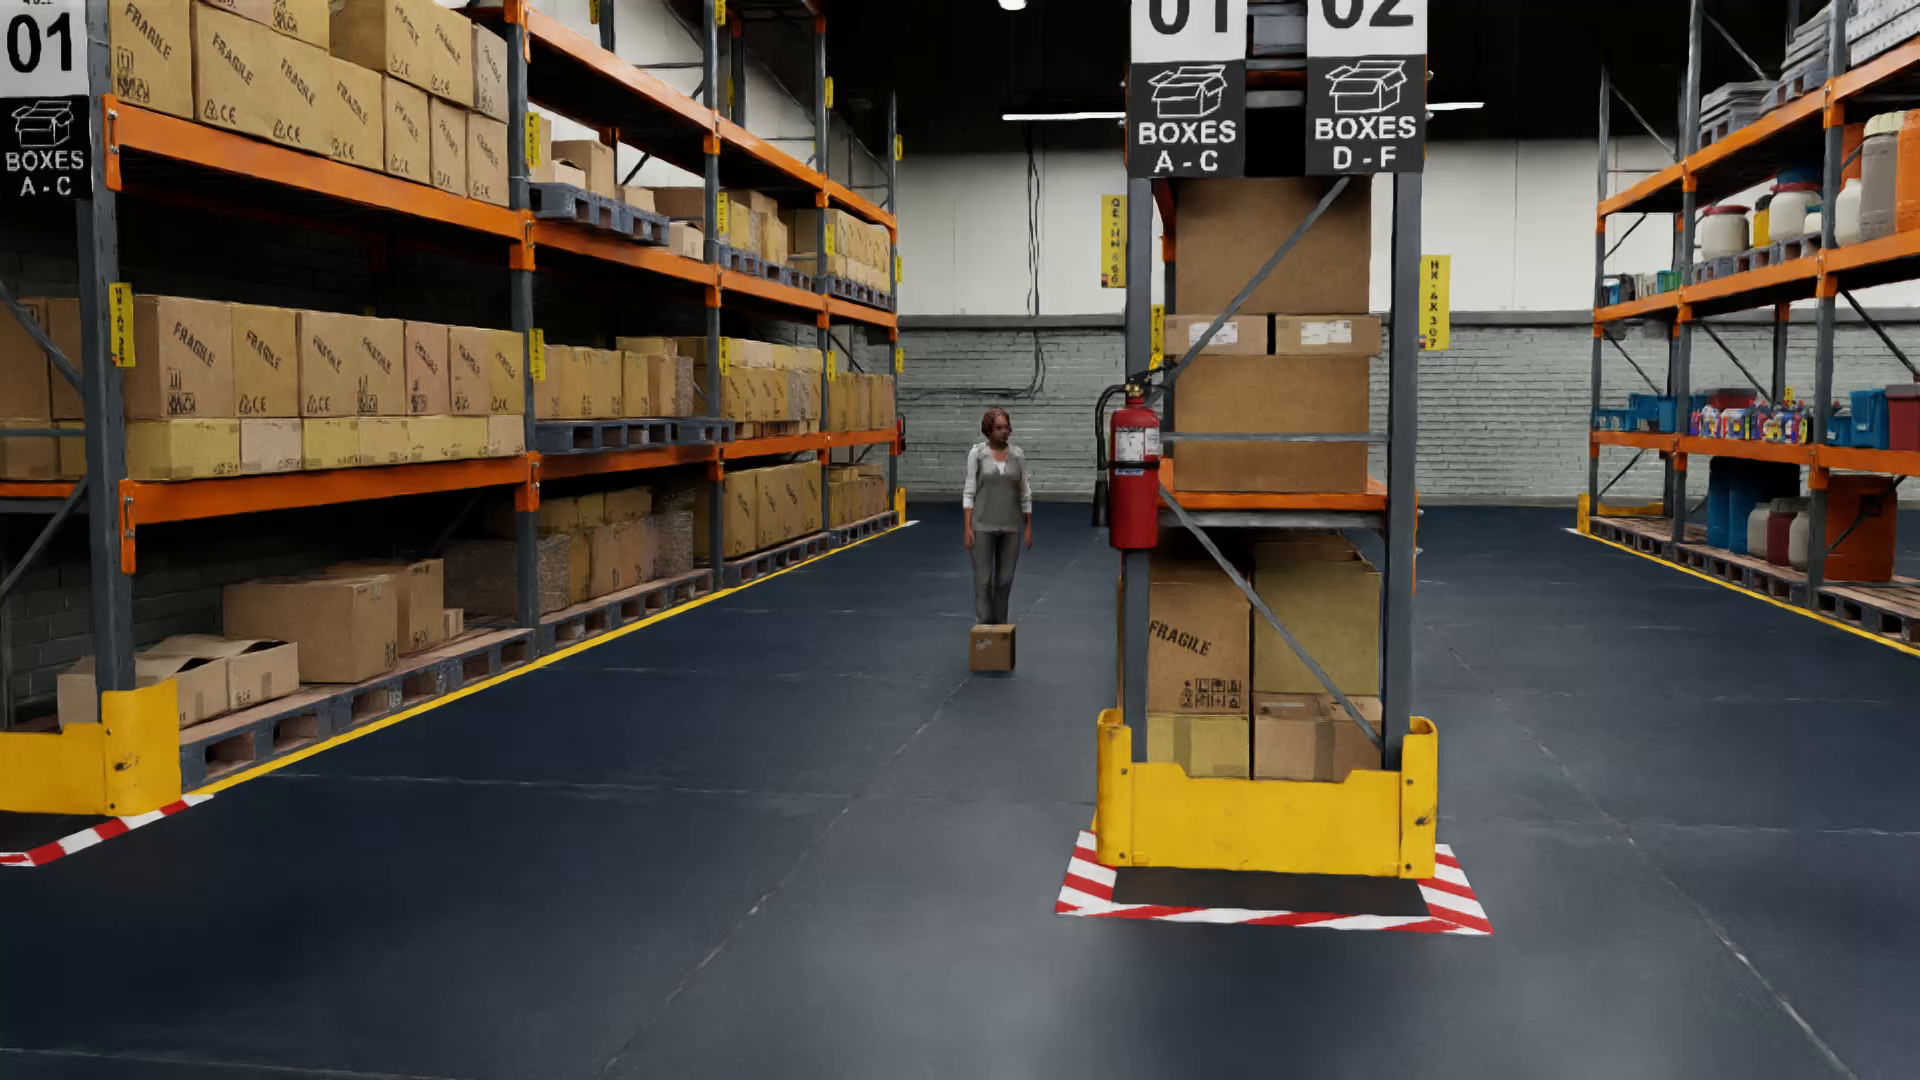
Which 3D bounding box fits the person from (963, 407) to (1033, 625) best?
[{"bbox_3d":[0.234,-0.053,10.723,0.464,1.608,0.369,-1,5,-13],"label":"person"}]
